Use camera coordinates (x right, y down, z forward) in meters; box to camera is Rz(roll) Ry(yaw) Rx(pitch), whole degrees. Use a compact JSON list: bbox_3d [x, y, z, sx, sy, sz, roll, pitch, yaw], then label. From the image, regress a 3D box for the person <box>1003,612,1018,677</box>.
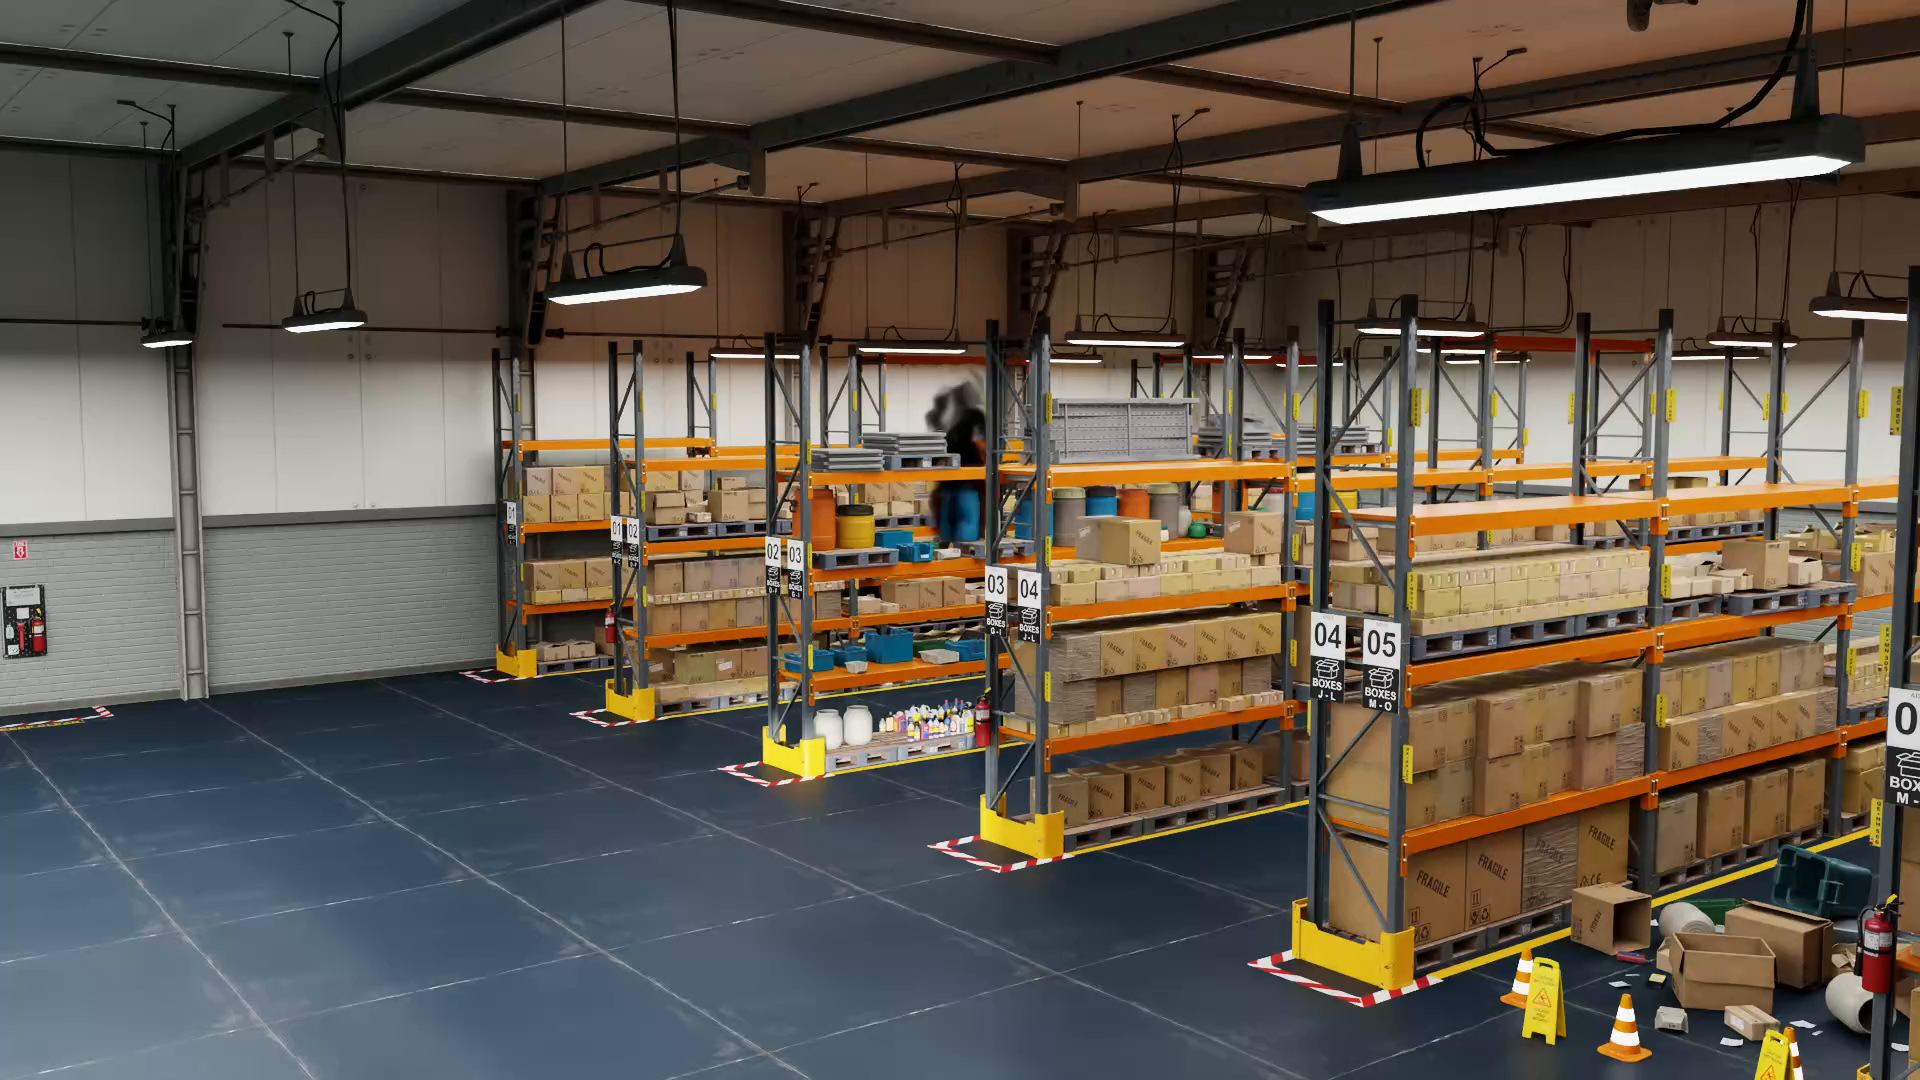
[{"bbox_3d":[0.921,1.721,28.696,0.787,1.636,0.702,-5,7,-42],"label":"person"}]
